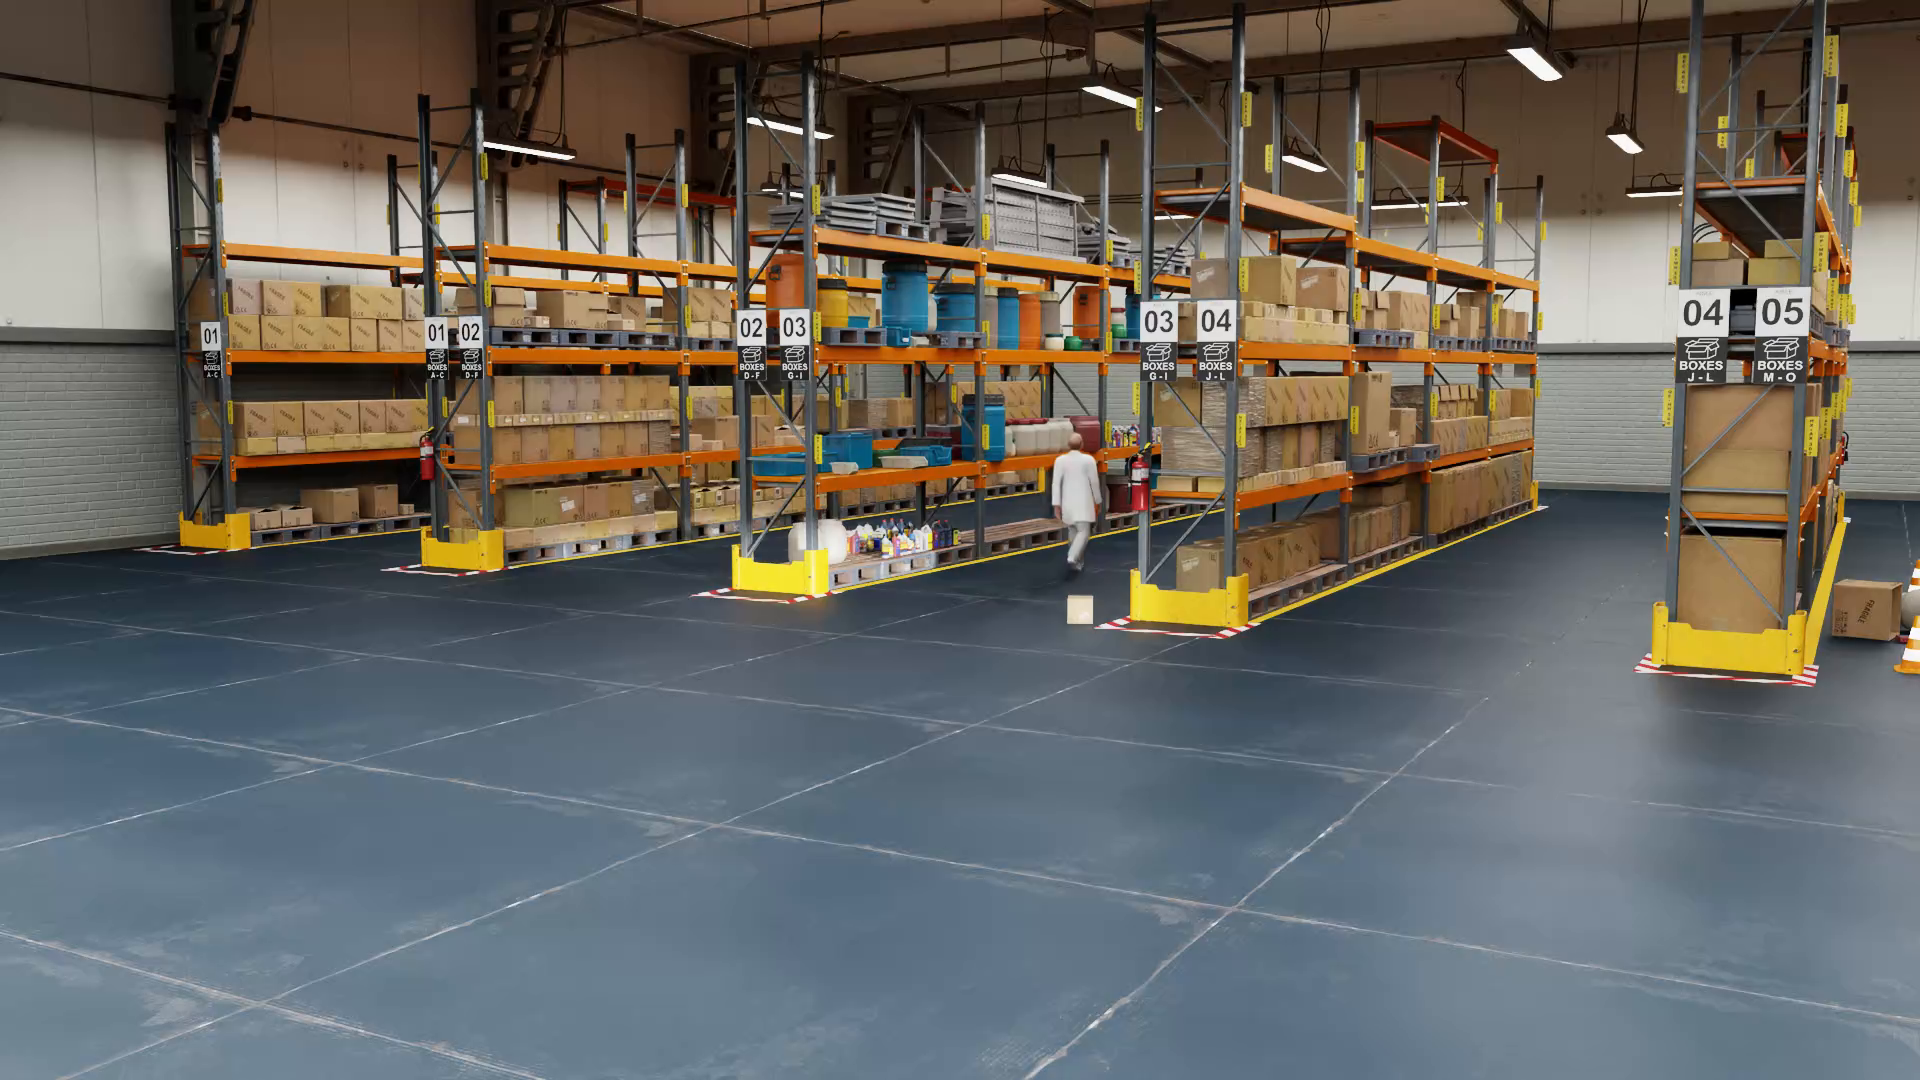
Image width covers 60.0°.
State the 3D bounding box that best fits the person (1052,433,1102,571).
[{"bbox_3d":[1.446,-0.453,20.509,0.567,1.736,1.069,2,6,22],"label":"person"}]
